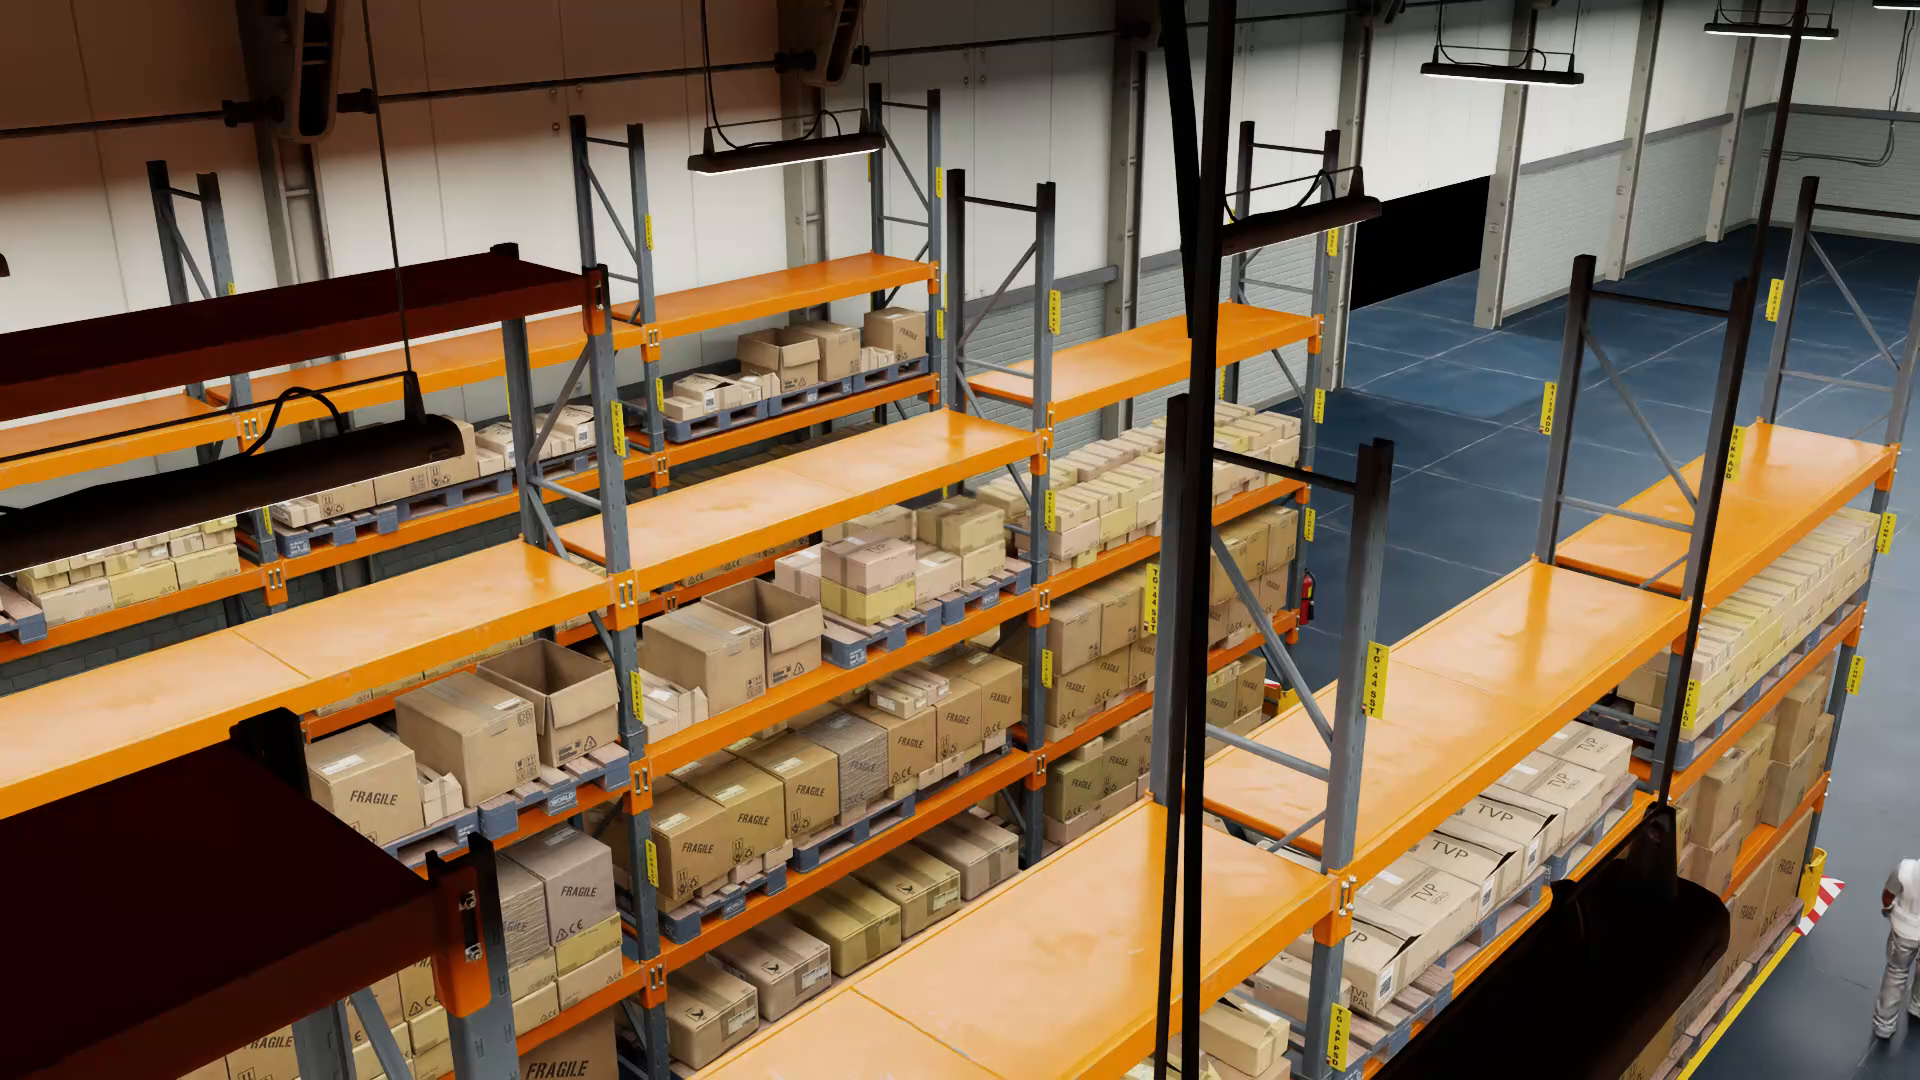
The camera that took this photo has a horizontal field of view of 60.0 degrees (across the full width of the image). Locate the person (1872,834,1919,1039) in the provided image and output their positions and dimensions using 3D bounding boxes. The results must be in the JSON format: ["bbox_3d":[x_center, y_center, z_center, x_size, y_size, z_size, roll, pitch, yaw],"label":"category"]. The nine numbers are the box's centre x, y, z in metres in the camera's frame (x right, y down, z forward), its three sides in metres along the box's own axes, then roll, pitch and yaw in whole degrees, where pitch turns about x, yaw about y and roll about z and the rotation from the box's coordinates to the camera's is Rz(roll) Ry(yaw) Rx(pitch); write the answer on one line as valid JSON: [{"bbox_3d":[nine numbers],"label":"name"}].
[{"bbox_3d":[7.104,2.826,12.307,0.576,1.801,0.684,11,24,26],"label":"person"}]
